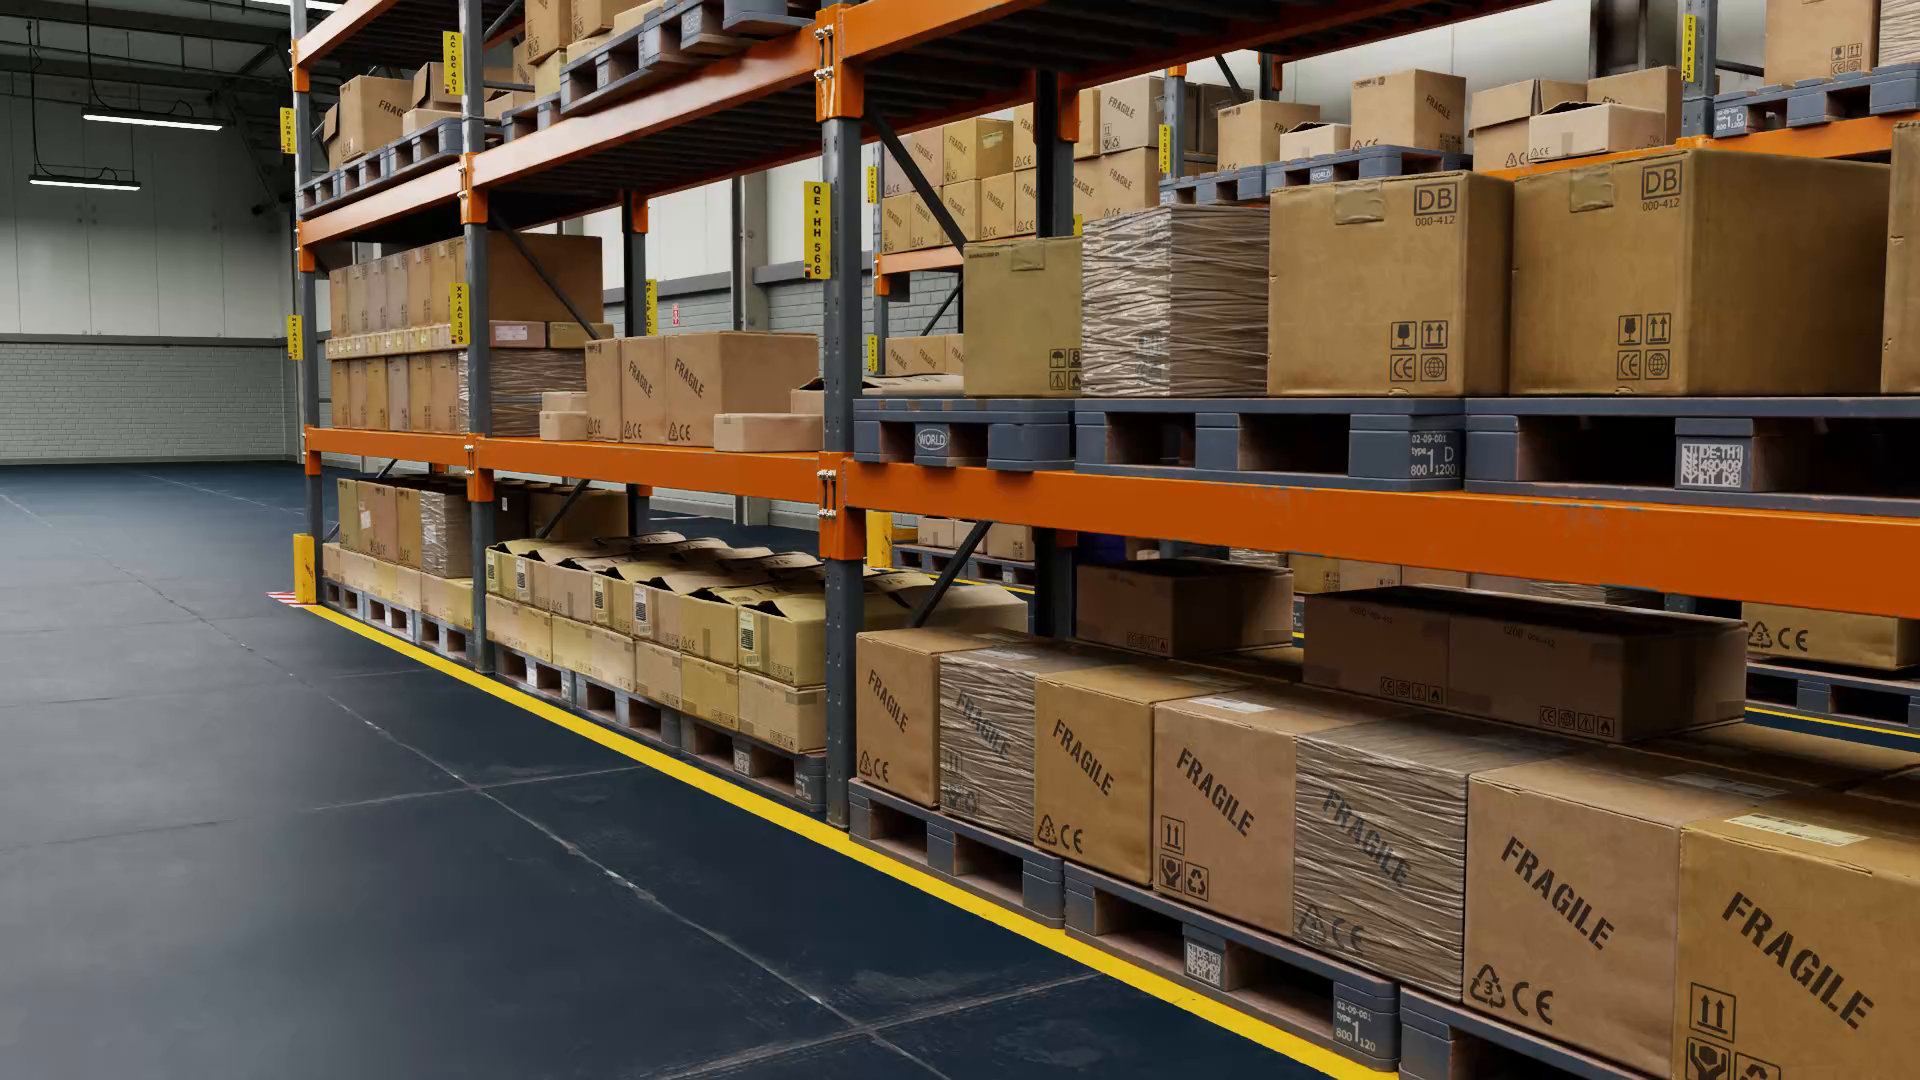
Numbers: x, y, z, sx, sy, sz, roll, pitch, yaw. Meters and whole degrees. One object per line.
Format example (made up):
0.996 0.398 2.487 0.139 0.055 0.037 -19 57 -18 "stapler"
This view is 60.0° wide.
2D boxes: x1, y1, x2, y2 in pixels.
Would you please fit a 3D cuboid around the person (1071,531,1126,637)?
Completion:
0.771 -0.060 9.059 0.531 1.629 0.435 -3 6 -35 "person"
